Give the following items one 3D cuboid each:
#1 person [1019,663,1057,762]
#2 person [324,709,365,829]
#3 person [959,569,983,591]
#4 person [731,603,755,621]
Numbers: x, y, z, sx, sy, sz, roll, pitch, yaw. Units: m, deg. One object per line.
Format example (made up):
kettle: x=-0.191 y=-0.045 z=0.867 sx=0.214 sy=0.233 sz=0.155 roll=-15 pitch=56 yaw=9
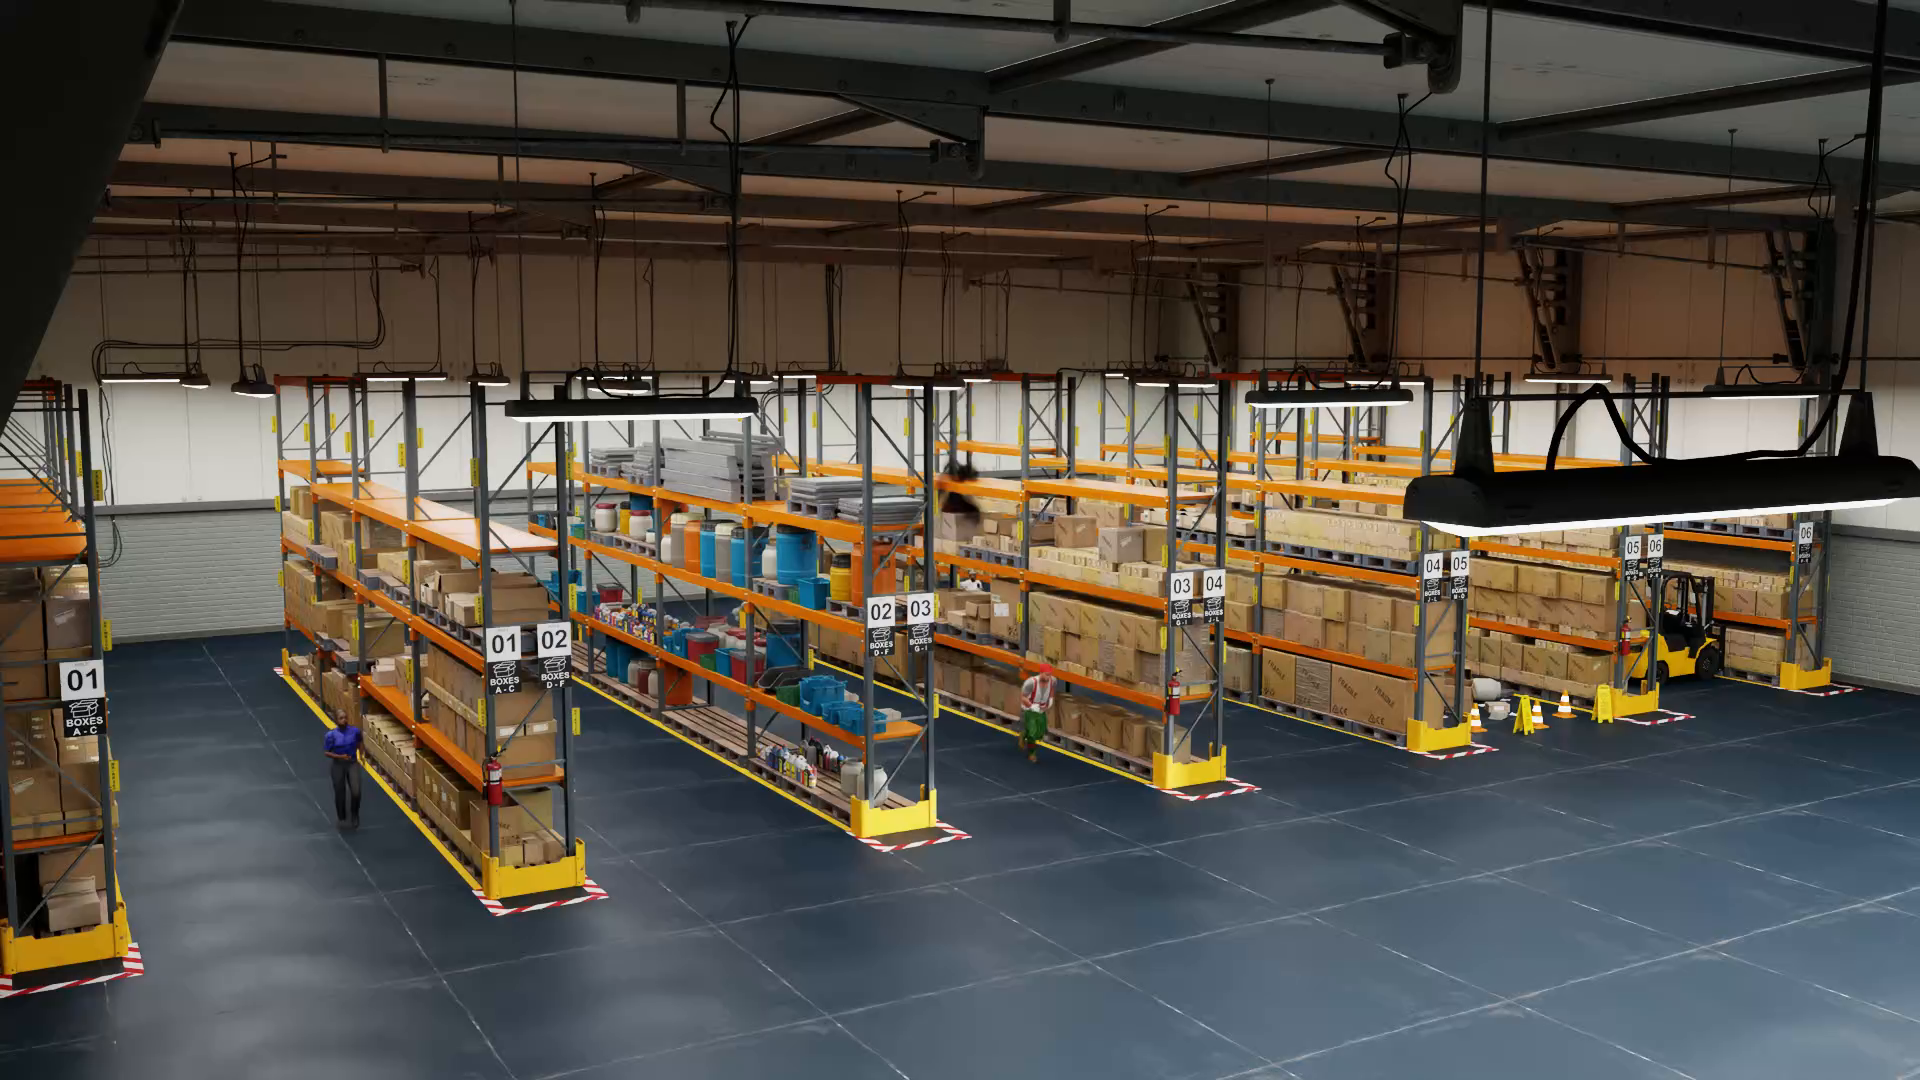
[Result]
person: x=1.218 y=2.683 z=26.130 sx=0.687 sy=1.609 sz=0.914 roll=-3 pitch=7 yaw=-27
person: x=-8.215 y=3.078 z=22.268 sx=0.544 sy=1.638 sz=0.651 roll=-3 pitch=7 yaw=-29
person: x=0.291 y=1.472 z=36.904 sx=0.549 sy=1.724 sz=0.678 roll=-4 pitch=7 yaw=-29
person: x=-4.986 y=1.144 z=39.466 sx=0.960 sy=1.760 sz=0.685 roll=-3 pitch=7 yaw=-23
